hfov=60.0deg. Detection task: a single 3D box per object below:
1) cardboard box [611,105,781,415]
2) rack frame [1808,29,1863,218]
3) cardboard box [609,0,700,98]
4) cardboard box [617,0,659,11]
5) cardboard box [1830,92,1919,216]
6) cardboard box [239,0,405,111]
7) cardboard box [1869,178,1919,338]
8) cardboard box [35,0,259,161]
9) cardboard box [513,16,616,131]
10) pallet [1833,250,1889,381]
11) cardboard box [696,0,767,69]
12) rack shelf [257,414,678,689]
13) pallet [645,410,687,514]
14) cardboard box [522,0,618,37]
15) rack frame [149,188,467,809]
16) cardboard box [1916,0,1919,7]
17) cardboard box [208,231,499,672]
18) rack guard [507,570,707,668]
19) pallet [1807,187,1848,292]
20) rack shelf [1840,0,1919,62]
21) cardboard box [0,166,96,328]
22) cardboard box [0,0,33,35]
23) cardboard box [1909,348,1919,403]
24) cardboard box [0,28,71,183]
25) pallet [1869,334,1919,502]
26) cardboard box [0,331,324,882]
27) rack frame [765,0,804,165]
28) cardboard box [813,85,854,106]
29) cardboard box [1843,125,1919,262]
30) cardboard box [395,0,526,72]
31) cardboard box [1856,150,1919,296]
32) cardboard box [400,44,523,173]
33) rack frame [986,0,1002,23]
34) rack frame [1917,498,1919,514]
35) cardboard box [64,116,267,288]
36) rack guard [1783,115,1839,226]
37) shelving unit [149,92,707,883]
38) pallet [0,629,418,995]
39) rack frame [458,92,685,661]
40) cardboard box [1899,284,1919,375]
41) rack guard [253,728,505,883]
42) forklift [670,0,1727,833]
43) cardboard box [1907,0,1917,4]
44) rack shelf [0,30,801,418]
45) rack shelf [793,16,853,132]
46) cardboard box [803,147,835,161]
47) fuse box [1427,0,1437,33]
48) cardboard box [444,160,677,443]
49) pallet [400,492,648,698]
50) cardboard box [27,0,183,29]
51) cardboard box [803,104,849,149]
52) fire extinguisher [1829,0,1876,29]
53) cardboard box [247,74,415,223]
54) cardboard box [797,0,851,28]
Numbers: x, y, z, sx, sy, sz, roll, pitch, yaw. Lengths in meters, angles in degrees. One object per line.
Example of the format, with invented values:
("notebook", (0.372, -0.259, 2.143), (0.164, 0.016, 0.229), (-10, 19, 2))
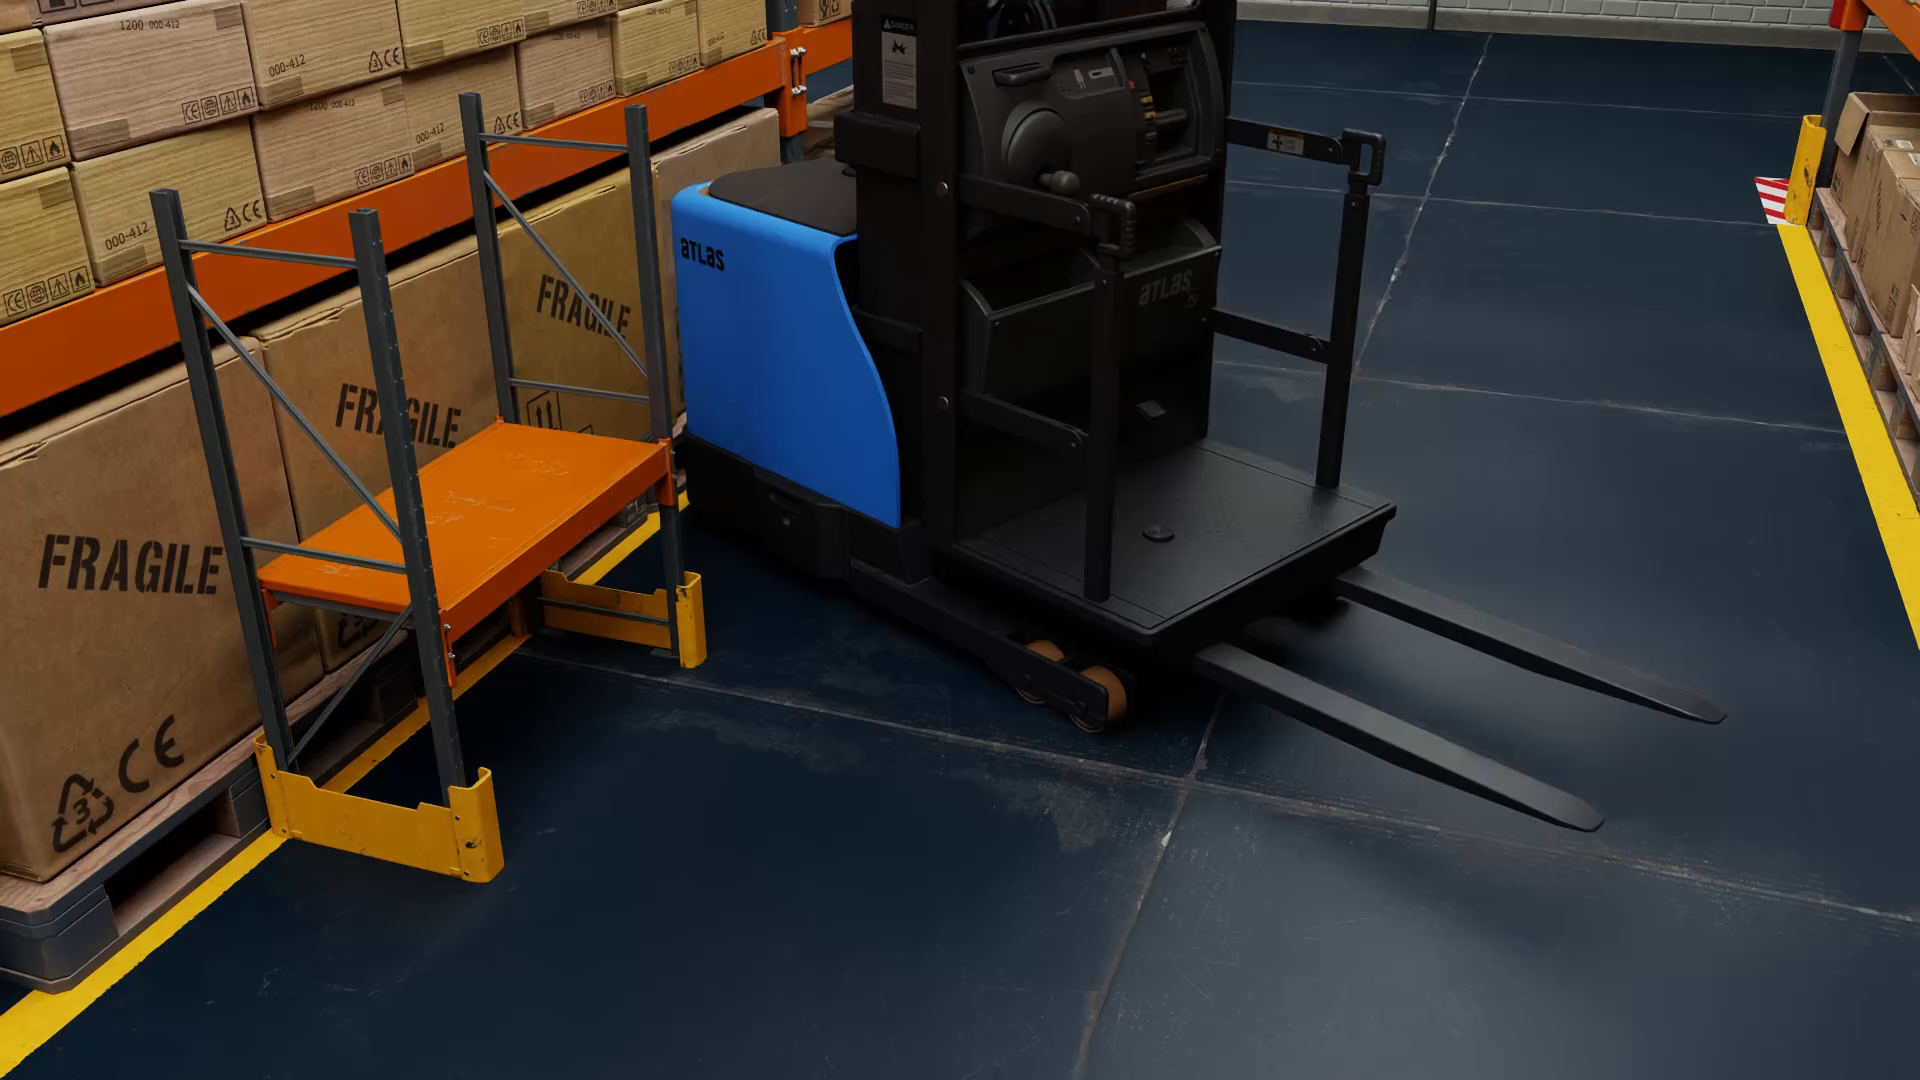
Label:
("cardboard box", (-1.212, -1.046, 5.924), (0.875, 0.875, 0.875), (10, 27, 19))
("rack frame", (4.932, -3.005, 8.014), (1.000, 3.000, 0.127), (9, 27, 17))
("cardboard box", (-1.164, -1.582, 5.247), (0.500, 0.250, 0.500), (8, 27, 17))
("cardboard box", (-1.158, -1.814, 5.153), (0.500, 0.250, 0.500), (9, 27, 19))
("cardboard box", (4.639, -1.833, 7.976), (0.797, 0.503, 0.637), (8, 27, 15))
("cardboard box", (-1.661, -1.181, 3.845), (0.500, 0.250, 0.500), (9, 27, 17))
("cardboard box", (3.972, -1.059, 6.381), (0.700, 0.500, 0.500), (8, 27, 15))
("cardboard box", (-1.838, -0.978, 3.426), (0.500, 0.250, 0.500), (9, 27, 19))
("cardboard box", (-1.350, -1.377, 4.824), (0.500, 0.250, 0.500), (8, 27, 16))
("pallet", (4.234, -0.891, 6.848), (1.003, 0.211, 1.213), (9, 27, 17))
("cardboard box", (-0.993, -1.791, 5.679), (0.500, 0.250, 0.500), (8, 27, 16))
("rack shelf", (-1.149, -0.011, 3.964), (0.538, 0.185, 1.000), (9, 27, 17))
("pallet", (-1.267, -0.496, 6.033), (1.003, 0.211, 1.213), (9, 27, 17))
("cardboard box", (-1.325, -1.600, 4.711), (0.500, 0.250, 0.500), (9, 27, 19))
("rack frame", (-1.315, 0.037, 3.453), (0.500, 1.500, 0.032), (9, 27, 17))
("cardboard box", (4.019, -2.163, 6.564), (0.380, 0.149, 0.250), (9, 27, 19))
("cardboard box", (-1.804, -0.306, 4.396), (0.875, 0.875, 0.875), (9, 27, 18))
("rack guard", (-0.983, 0.181, 4.589), (0.587, 0.250, 0.087), (9, 27, 17))
("pallet", (4.642, -1.391, 7.880), (1.003, 0.211, 1.213), (9, 27, 17))
("rack shelf", (4.266, -1.859, 6.473), (1.077, 0.370, 4.000), (9, 27, 17))
("cardboard box", (-2.013, -0.533, 3.080), (0.500, 0.250, 0.500), (8, 27, 17))
("cardboard box", (-2.018, -1.098, 2.813), (0.500, 0.500, 0.500), (8, 27, 16))
("cardboard box", (3.509, -0.538, 5.709), (0.380, 0.149, 0.250), (8, 27, 16))
("cardboard box", (-2.011, -0.765, 2.987), (0.500, 0.250, 0.500), (9, 27, 17))
("pallet", (3.830, -0.388, 5.809), (1.003, 0.211, 1.213), (9, 27, 17))
("cardboard box", (-2.104, 0.060, 3.640), (0.875, 0.875, 0.875), (8, 27, 17))
("rack frame", (-1.082, -2.079, 6.102), (1.000, 3.000, 0.127), (9, 27, 17))
("cardboard box", (-0.172, -2.096, 8.595), (0.875, 0.438, 0.875), (9, 27, 19))
("cardboard box", (4.317, -1.485, 7.263), (0.700, 0.500, 0.500), (10, 28, 20))
("cardboard box", (-1.479, -1.387, 4.271), (0.500, 0.250, 0.500), (9, 27, 18))
("cardboard box", (4.047, -1.283, 6.844), (0.500, 0.500, 0.500), (9, 27, 18))
("cardboard box", (-1.517, -1.164, 4.385), (0.500, 0.250, 0.500), (9, 27, 17))
("rack frame", (0.250, -3.723, 9.497), (1.000, 3.000, 0.127), (9, 27, 17))
("rack frame", (3.600, -1.361, 4.619), (1.000, 3.000, 0.127), (9, 27, 17))
("cardboard box", (-1.858, -0.746, 3.521), (0.500, 0.250, 0.500), (8, 27, 16))
("rack guard", (4.906, -1.849, 8.494), (1.175, 0.500, 0.348), (9, 27, 17))
("shelving unit", (-1.146, -0.176, 3.893), (0.587, 1.500, 1.083), (9, 27, 17))
("pallet", (-2.079, 0.507, 3.962), (1.003, 0.211, 1.213), (9, 27, 17))
("rack frame", (-0.982, -0.382, 4.318), (0.500, 1.500, 0.032), (9, 27, 17))
("cardboard box", (3.628, -0.738, 5.987), (0.396, 0.266, 0.258), (10, 27, 19))
("rack guard", (-1.309, 0.591, 3.742), (0.587, 0.250, 0.087), (9, 27, 17))
("forklift", (0.507, -1.083, 4.123), (1.130, 2.935, 3.031), (-23, 34, -39))
("cardboard box", (4.088, -2.274, 6.793), (0.380, 0.149, 0.250), (8, 27, 16))
("rack shelf", (-1.747, -0.934, 4.562), (1.077, 0.370, 4.000), (9, 27, 17))
("rack shelf", (-0.416, -2.577, 7.957), (1.077, 0.370, 4.000), (9, 27, 17))
("cardboard box", (-0.771, -1.358, 7.070), (0.875, 0.438, 0.875), (8, 27, 17))
("fuse box", (4.036, -5.099, 13.818), (0.539, 1.711, 0.414), (9, 27, 17))
("cardboard box", (-1.506, -0.673, 5.155), (0.875, 0.875, 0.875), (10, 27, 19))
("pallet", (-1.672, 0.007, 4.994), (1.003, 0.211, 1.213), (9, 27, 17))
("cardboard box", (-1.862, -1.303, 3.237), (0.500, 0.500, 0.500), (9, 27, 18))
("cardboard box", (-0.474, -1.726, 7.830), (0.875, 0.438, 0.875), (8, 27, 16))
("fire extinguisher", (4.545, -2.930, 8.375), (0.296, 0.674, 0.183), (9, 27, 17))
("cardboard box", (-1.678, -0.961, 3.965), (0.500, 0.250, 0.500), (10, 27, 19))
("cardboard box", (-0.678, -2.279, 6.401), (0.500, 0.500, 0.500), (10, 27, 19))
